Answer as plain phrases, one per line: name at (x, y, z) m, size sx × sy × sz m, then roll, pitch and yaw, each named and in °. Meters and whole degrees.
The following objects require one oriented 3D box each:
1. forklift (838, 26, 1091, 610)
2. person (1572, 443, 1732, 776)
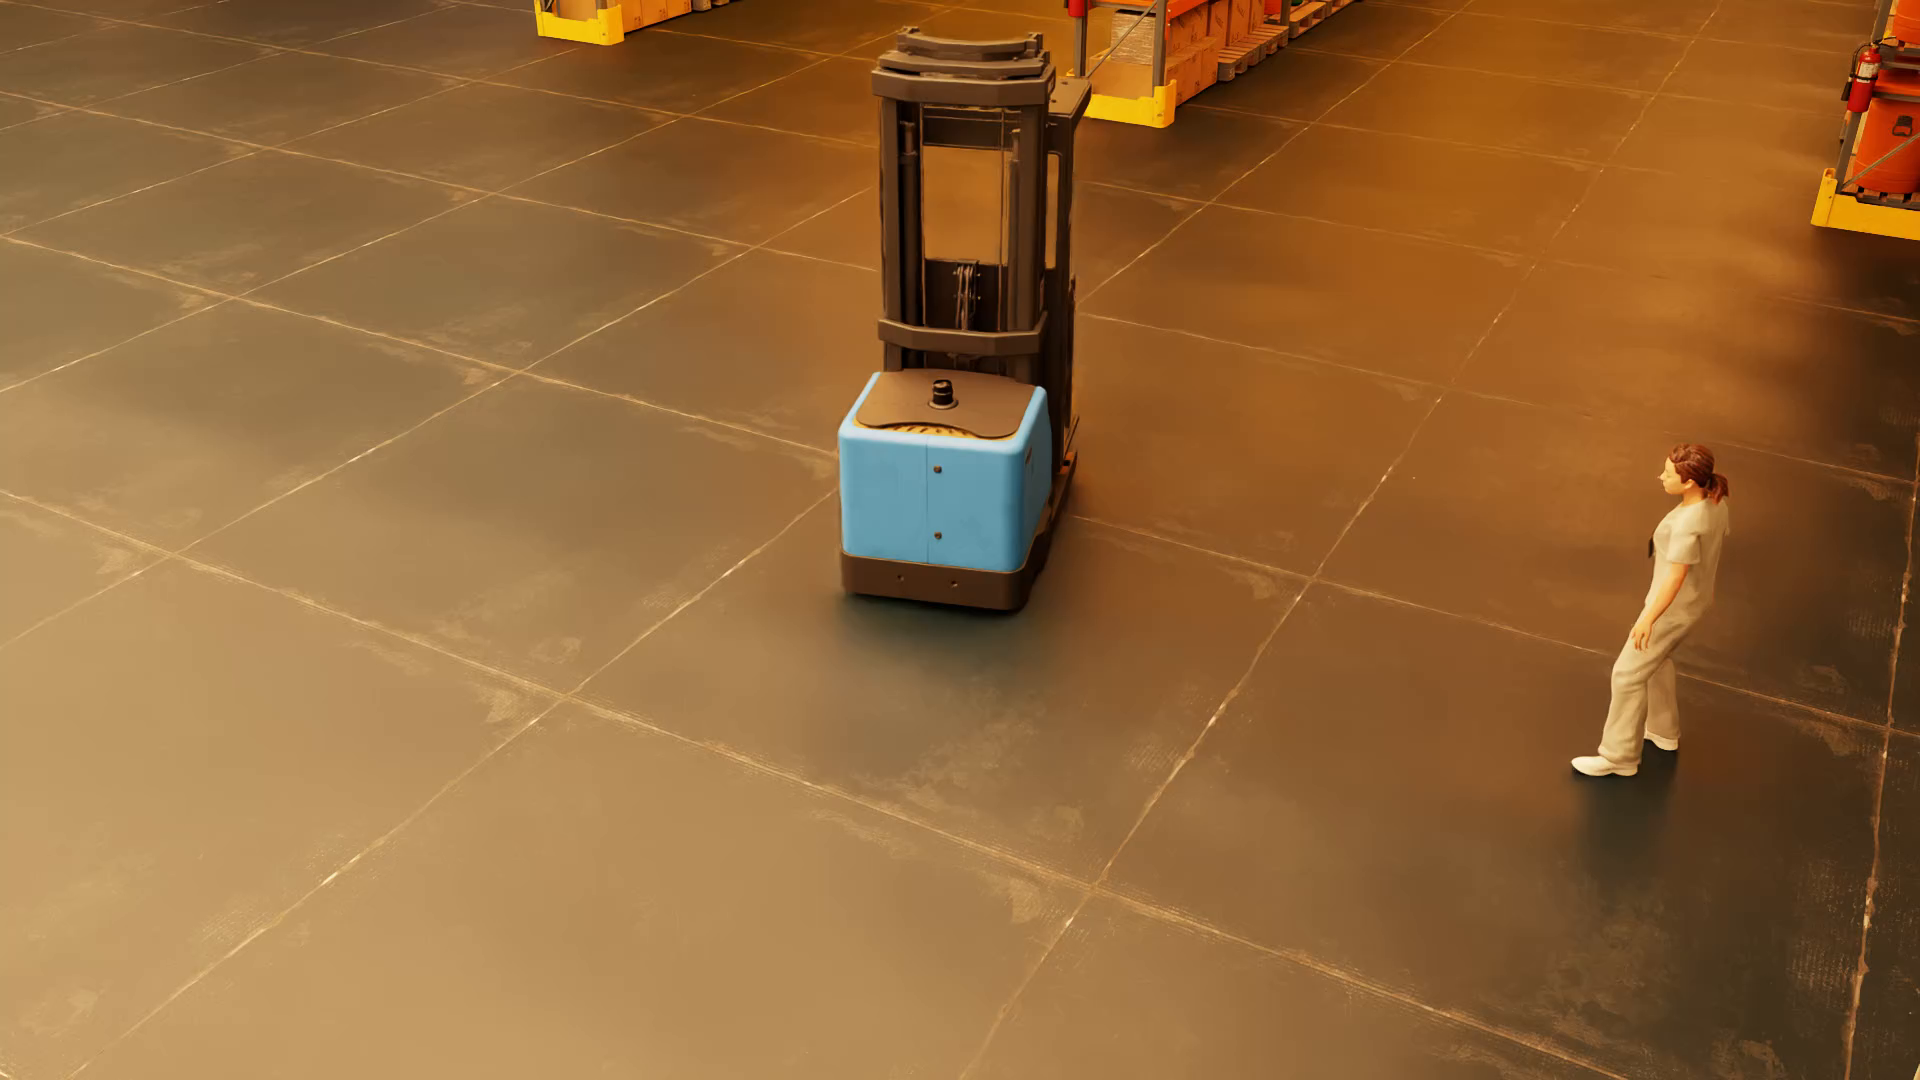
forklift at (0.139, -1.604, 9.850) m, size 1.130 × 2.935 × 3.031 m, roll 6°, pitch 31°, yaw 10°
person at (3.327, 0.314, 7.816) m, size 0.365 × 1.647 × 0.749 m, roll 21°, pitch 36°, yaw 32°
